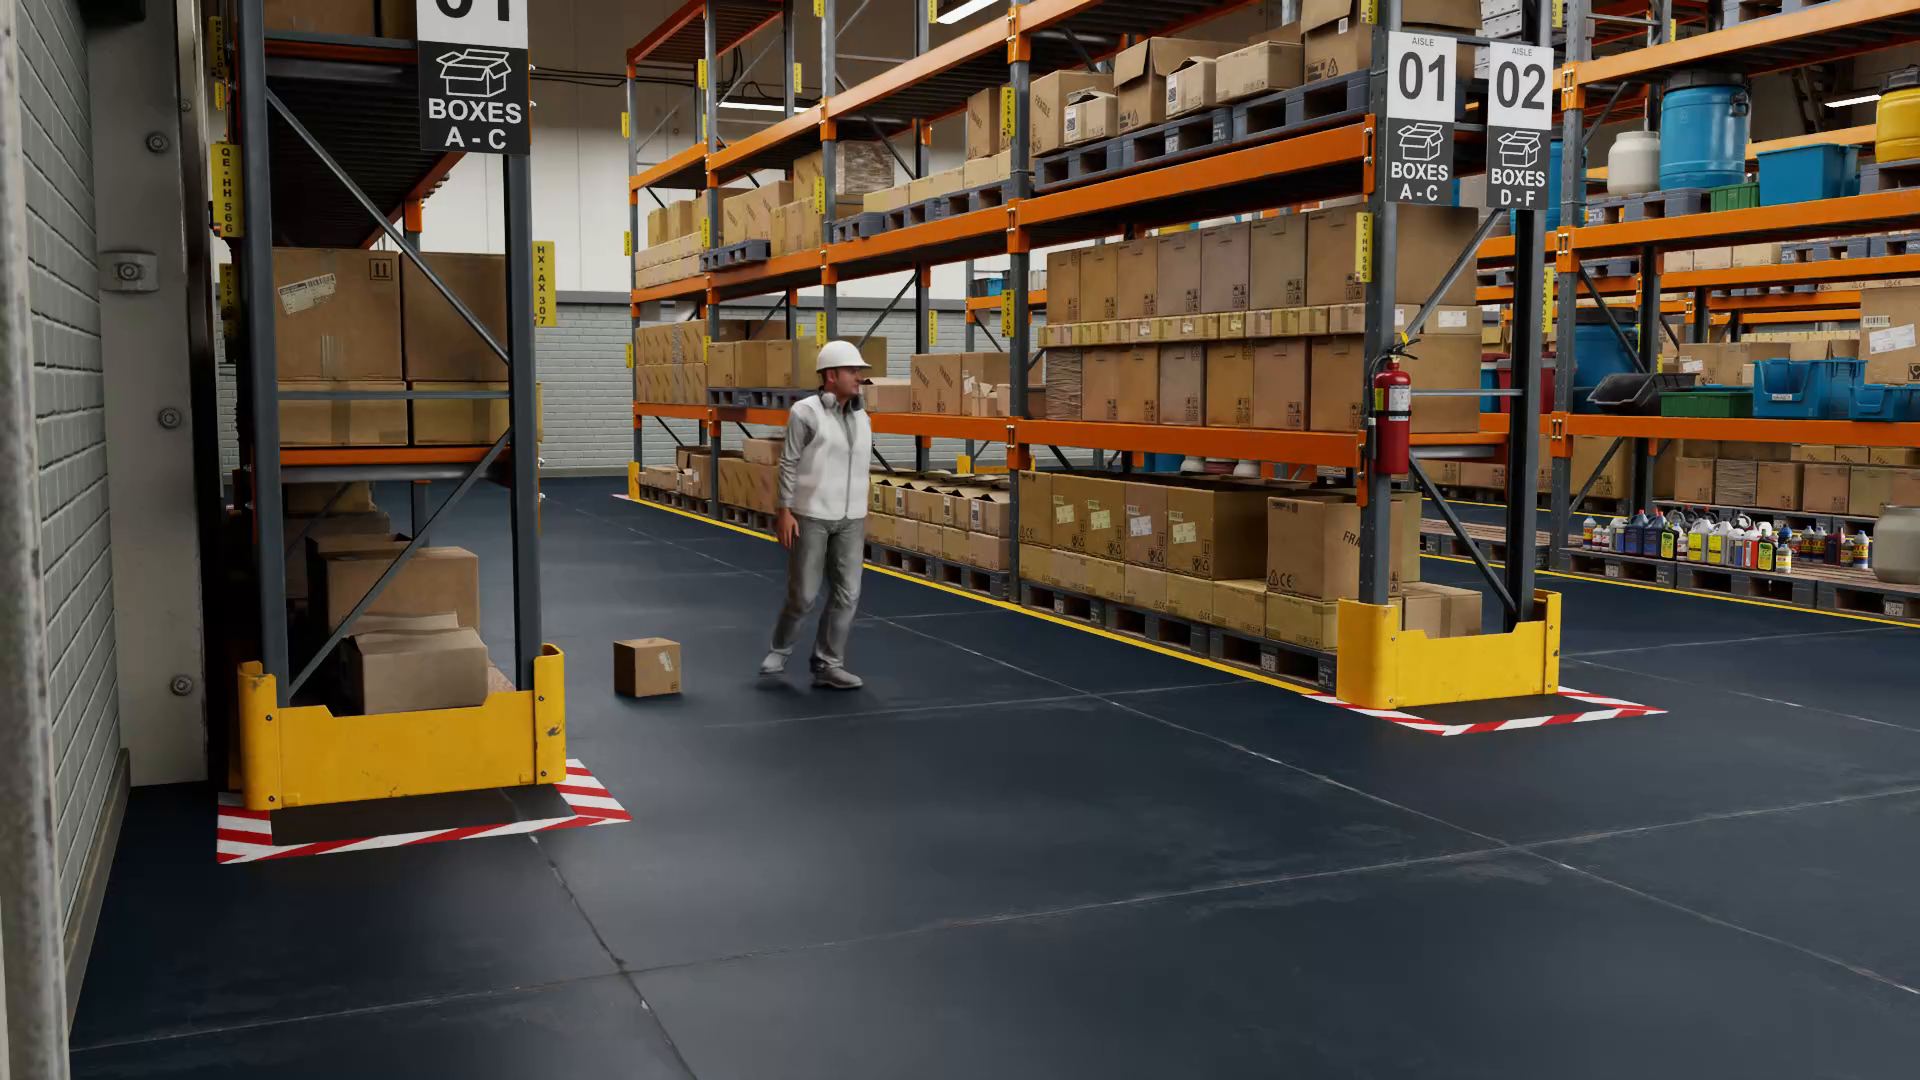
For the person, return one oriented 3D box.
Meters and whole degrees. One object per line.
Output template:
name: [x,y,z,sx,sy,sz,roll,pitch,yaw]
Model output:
person: [-0.722,-0.130,8.496,0.584,1.763,0.571,-5,7,-40]
